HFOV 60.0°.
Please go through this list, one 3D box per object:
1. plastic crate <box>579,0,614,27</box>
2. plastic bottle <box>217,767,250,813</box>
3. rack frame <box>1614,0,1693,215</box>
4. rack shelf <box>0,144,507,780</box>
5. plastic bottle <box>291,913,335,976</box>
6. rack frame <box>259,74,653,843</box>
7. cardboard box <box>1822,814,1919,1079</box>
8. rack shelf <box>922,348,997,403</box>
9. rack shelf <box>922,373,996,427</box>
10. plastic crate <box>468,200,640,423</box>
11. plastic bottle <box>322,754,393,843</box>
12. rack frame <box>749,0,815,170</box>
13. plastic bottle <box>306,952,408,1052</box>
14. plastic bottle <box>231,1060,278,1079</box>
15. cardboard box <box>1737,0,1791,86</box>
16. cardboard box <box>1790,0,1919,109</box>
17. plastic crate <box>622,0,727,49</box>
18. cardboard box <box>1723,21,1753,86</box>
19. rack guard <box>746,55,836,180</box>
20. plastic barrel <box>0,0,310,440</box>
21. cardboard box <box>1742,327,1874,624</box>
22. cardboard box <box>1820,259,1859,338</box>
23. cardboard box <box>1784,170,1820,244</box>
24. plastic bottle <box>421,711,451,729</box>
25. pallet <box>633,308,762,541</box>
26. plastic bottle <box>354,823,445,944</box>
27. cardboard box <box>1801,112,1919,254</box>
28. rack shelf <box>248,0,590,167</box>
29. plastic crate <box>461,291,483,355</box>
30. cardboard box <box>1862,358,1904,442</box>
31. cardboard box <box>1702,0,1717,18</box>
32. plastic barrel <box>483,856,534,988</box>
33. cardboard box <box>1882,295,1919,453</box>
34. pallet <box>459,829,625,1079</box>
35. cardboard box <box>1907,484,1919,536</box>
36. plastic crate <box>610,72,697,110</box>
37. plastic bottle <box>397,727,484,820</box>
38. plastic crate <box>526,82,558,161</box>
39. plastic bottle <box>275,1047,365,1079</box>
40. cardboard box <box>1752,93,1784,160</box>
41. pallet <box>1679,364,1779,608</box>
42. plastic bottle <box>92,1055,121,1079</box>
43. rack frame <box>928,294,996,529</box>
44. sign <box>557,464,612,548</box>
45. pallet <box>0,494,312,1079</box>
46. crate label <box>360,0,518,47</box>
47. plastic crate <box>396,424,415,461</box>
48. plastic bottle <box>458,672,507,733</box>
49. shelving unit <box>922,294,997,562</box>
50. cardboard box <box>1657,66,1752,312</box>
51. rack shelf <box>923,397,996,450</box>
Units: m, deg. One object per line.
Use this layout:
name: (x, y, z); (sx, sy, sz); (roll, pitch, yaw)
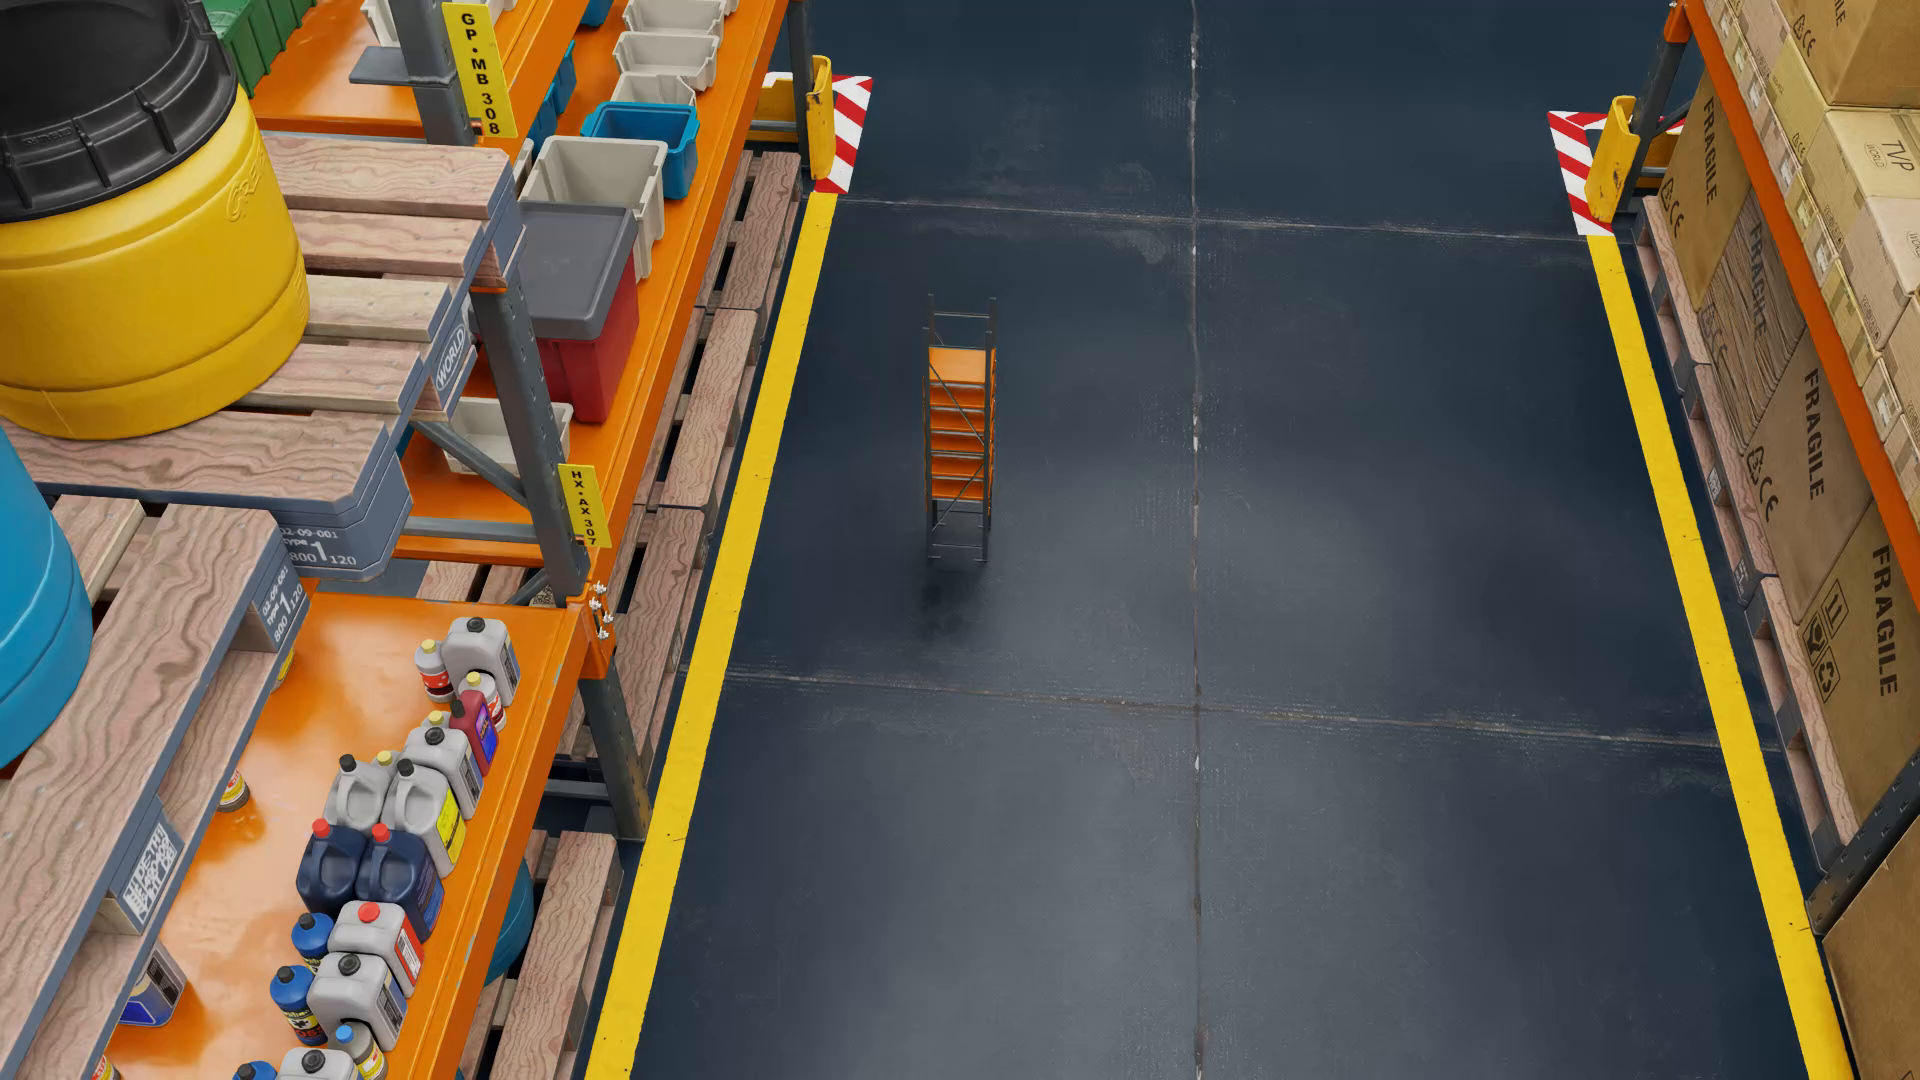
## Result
plastic crate: (-1.633, -2.297, 6.891); (0.416, 0.233, 0.300); (4, 48, 4)
plastic bottle: (-1.916, 0.608, 4.295); (0.097, 0.201, 0.097); (0, 48, 0)
rack frame: (3.710, -2.643, 7.135); (1.000, 3.000, 0.127); (4, 48, 4)
rack shelf: (-1.769, 0.663, 2.565); (1.077, 0.370, 4.000); (4, 48, 4)
plastic bottle: (-1.506, 0.962, 3.924); (0.097, 0.271, 0.097); (0, 48, 0)
rack frame: (-1.587, -0.037, 4.751); (1.000, 3.000, 0.127); (4, 48, 4)
cardboard box: (3.307, 1.343, 4.644); (1.225, 0.875, 0.875); (4, 48, 4)
rack shelf: (-0.001, -0.607, 6.065); (0.258, 0.103, 0.180); (4, 48, 4)
rack shelf: (-0.001, -0.526, 6.153); (0.258, 0.103, 0.180); (4, 48, 4)
plastic crate: (-1.256, -0.718, 5.290); (0.402, 0.464, 0.583); (4, 48, 4)
plastic bottle: (-1.488, 0.668, 4.140); (0.144, 0.351, 0.185); (4, 48, 4)
rack frame: (-1.222, -2.976, 7.439); (1.000, 3.000, 0.127); (4, 48, 4)
plastic bottle: (-1.392, 1.054, 3.837); (0.152, 0.276, 0.135); (4, 48, 4)
plastic bottle: (-1.539, 1.232, 3.678); (0.097, 0.271, 0.097); (0, 48, 0)
cardboard box: (3.357, -1.976, 6.424); (0.500, 0.250, 0.500); (3, 48, 3)
cardboard box: (3.311, -1.863, 5.813); (0.500, 0.500, 0.500); (3, 48, 2)
plastic crate: (-1.157, -2.084, 6.761); (0.396, 0.136, 0.243); (4, 48, 4)
cardboard box: (3.304, -1.943, 6.664); (0.380, 0.149, 0.250); (3, 48, 3)
rack guard: (-1.233, -2.151, 8.379); (1.175, 0.500, 0.348); (4, 48, 4)
plastic barrel: (-1.468, -0.570, 2.794); (0.600, 0.588, 0.600); (0, 48, 0)
cardboard box: (3.567, -0.269, 6.119); (0.875, 0.875, 0.875); (4, 48, 4)
cardboard box: (3.164, -0.809, 5.628); (0.380, 0.149, 0.250); (3, 48, 3)
cardboard box: (3.210, -1.189, 5.975); (0.380, 0.149, 0.250); (3, 48, 3)
plastic bottle: (-1.357, 0.523, 4.374); (0.097, 0.201, 0.097); (0, 48, 0)
pallet: (-1.450, -0.538, 7.099); (1.003, 0.211, 1.213); (4, 48, 4)
plastic bottle: (-1.362, 0.813, 4.007); (0.144, 0.351, 0.185); (4, 48, 4)
cardboard box: (3.265, -1.223, 5.736); (0.500, 0.250, 0.500); (3, 48, 3)
rack shelf: (-1.405, -2.276, 5.254); (1.077, 0.370, 4.000); (4, 48, 4)
plastic crate: (-1.752, -0.805, 5.599); (0.437, 0.125, 0.590); (4, 48, 4)
cardboard box: (3.117, -0.432, 5.282); (0.380, 0.149, 0.250); (5, 48, 4)
cardboard box: (3.349, -2.320, 7.009); (0.380, 0.149, 0.250); (4, 48, 4)
plastic barrel: (-1.653, 0.928, 5.006); (0.600, 0.901, 0.708); (4, 48, 4)
cardboard box: (3.169, -0.476, 5.053); (0.500, 0.250, 0.500); (5, 48, 5)
pallet: (-1.699, 1.468, 5.264); (1.003, 0.211, 1.213); (4, 48, 4)
cardboard box: (3.070, -0.055, 4.937); (0.380, 0.149, 0.250); (5, 48, 4)
plastic crate: (-1.167, -1.659, 6.373); (0.298, 0.136, 0.250); (4, 48, 4)
plastic bottle: (-1.334, 0.585, 4.266); (0.152, 0.276, 0.135); (4, 48, 4)
plastic crate: (-1.720, -1.593, 6.247); (0.416, 0.233, 0.300); (4, 48, 4)
plastic bottle: (-1.414, 1.225, 3.681); (0.152, 0.276, 0.135); (4, 48, 4)
cardboard box: (3.257, -1.564, 6.318); (0.380, 0.149, 0.250); (3, 48, 3)
pallet: (3.601, -0.215, 6.804); (1.003, 0.211, 1.213); (4, 48, 4)
plastic bottle: (-1.988, 1.190, 3.763); (0.097, 0.201, 0.097); (0, 48, 0)
rack frame: (0.007, -0.462, 6.359); (0.240, 1.200, 0.006); (4, 48, 4)
sign: (-1.039, -0.092, 4.614); (0.100, 0.325, 0.005); (4, 48, 4)
pallet: (-1.661, 0.431, 2.418); (1.003, 0.211, 1.213); (4, 48, 4)
crate label: (-1.255, -1.300, 4.052); (0.293, 0.136, 0.466); (4, 48, 4)
plastic crate: (-1.884, -0.418, 5.069); (0.392, 0.384, 0.575); (4, 48, 4)
plastic bottle: (-1.284, 0.429, 4.460); (0.097, 0.201, 0.097); (0, 48, 0)
shelving unit: (-0.001, -0.394, 6.298); (0.258, 1.200, 0.189); (4, 48, 4)
cardboard box: (3.731, -1.592, 7.329); (0.875, 0.875, 0.875); (4, 48, 4)
rack shelf: (-0.001, -0.445, 6.242); (0.258, 0.103, 0.180); (4, 48, 4)
